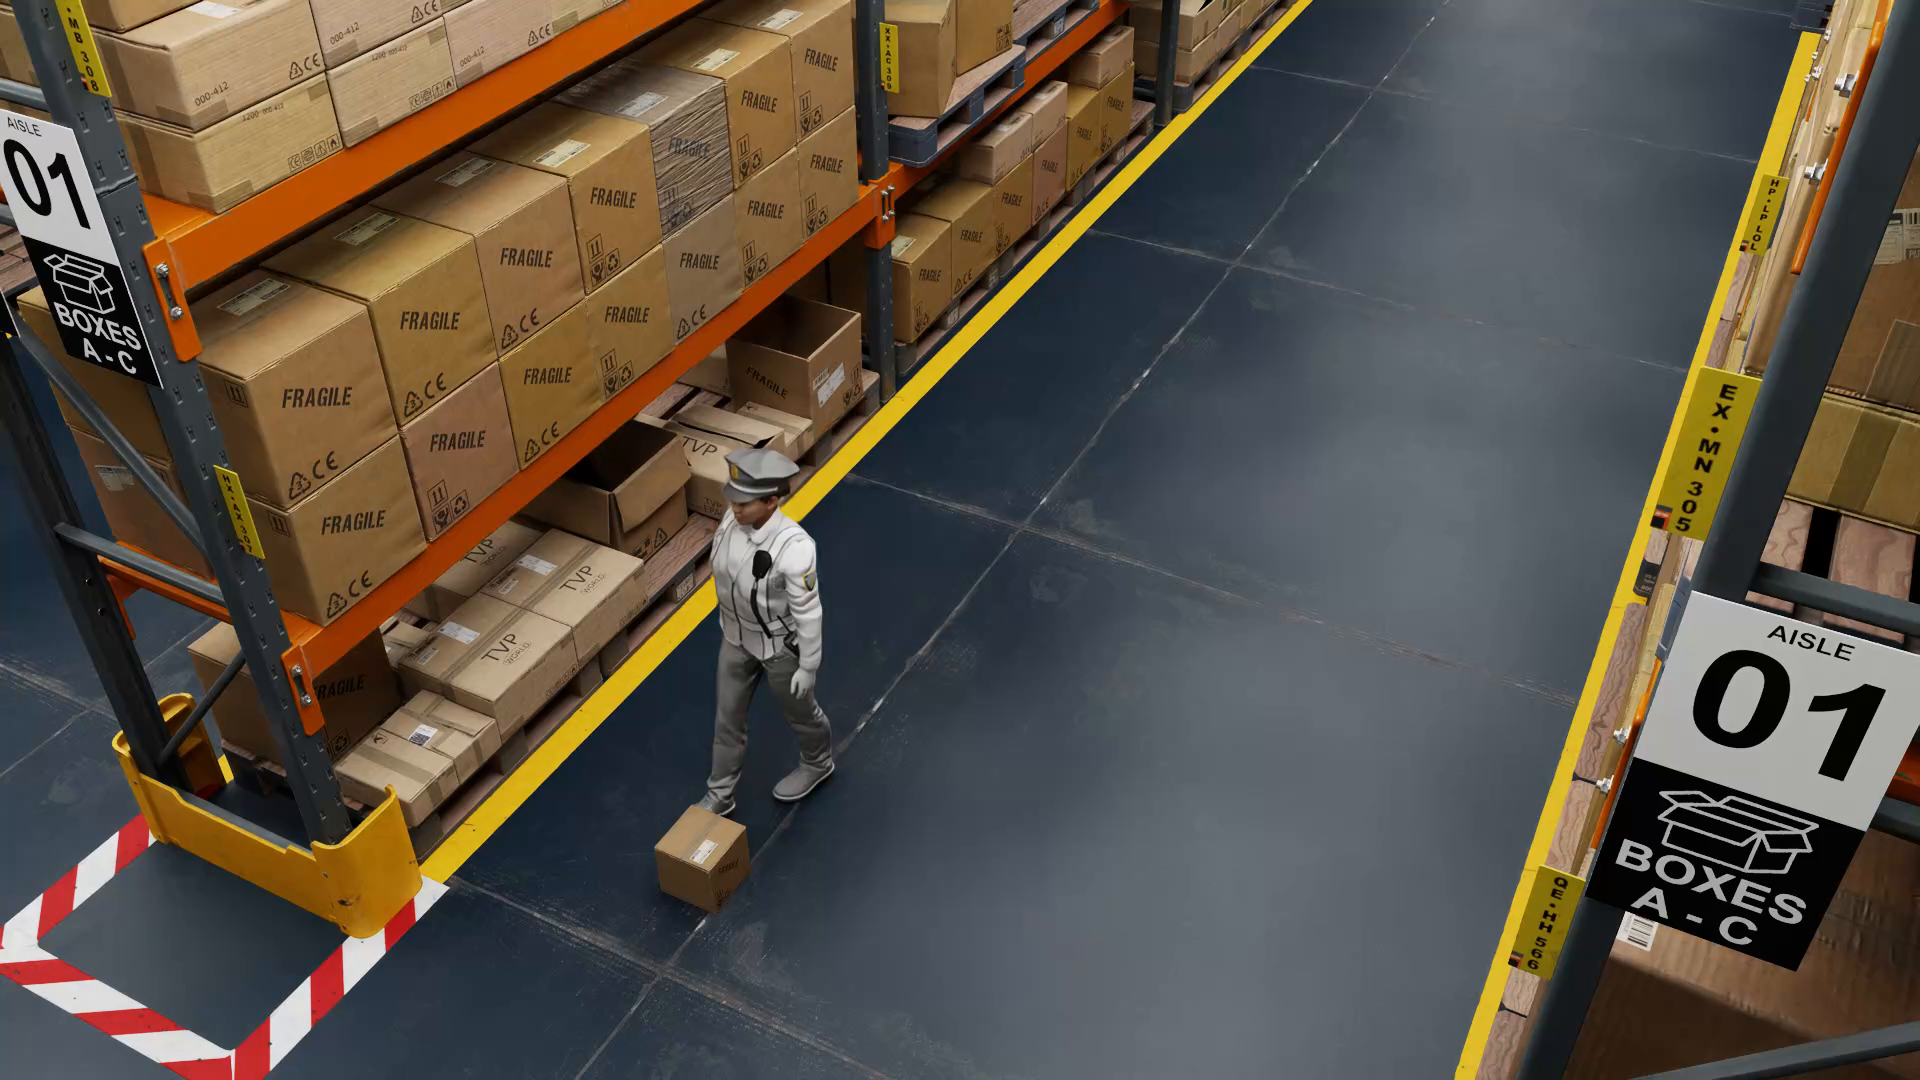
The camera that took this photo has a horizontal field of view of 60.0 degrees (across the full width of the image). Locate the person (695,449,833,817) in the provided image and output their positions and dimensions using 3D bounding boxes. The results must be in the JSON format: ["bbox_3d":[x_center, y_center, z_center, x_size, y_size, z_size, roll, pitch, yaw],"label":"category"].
[{"bbox_3d":[-0.794,0.432,6.176,0.499,1.671,0.693,26,45,29],"label":"person"}]
